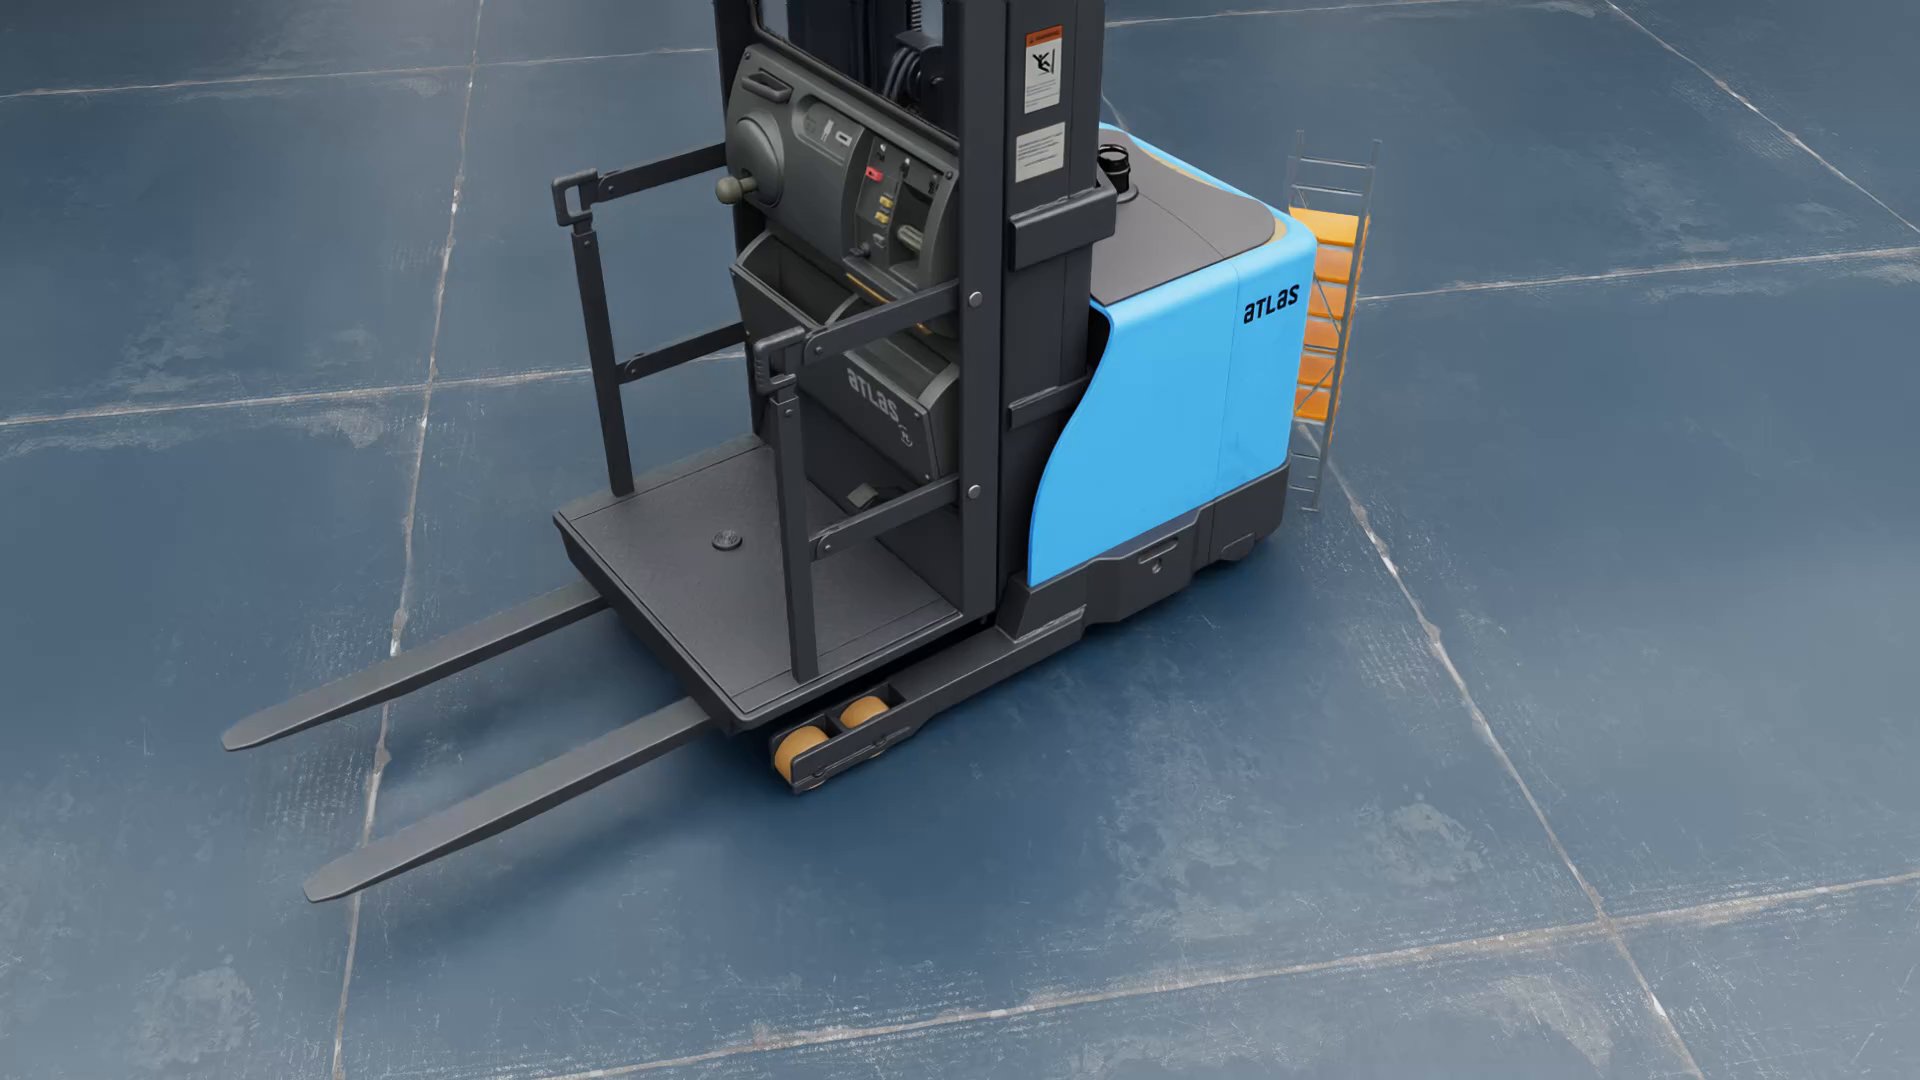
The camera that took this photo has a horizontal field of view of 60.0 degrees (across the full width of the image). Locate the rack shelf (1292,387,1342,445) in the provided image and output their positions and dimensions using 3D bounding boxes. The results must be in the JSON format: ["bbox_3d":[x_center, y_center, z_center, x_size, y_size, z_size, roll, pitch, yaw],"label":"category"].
[{"bbox_3d":[1.066,-0.414,5.269,0.258,0.103,0.180,11,39,14],"label":"rack shelf"}]

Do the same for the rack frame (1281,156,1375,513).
[{"bbox_3d":[1.039,-0.585,5.025,0.240,1.200,0.006,11,39,14],"label":"rack frame"}]

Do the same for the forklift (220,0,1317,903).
[{"bbox_3d":[-0.474,-0.867,3.977,3.031,2.935,1.130,-24,44,-28],"label":"forklift"}]

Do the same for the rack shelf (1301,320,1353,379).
[{"bbox_3d":[1.066,-0.604,5.121,0.258,0.103,0.180,11,39,14],"label":"rack shelf"}]

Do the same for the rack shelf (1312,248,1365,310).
[{"bbox_3d":[1.066,-0.793,4.974,0.258,0.103,0.180,11,39,14],"label":"rack shelf"}]

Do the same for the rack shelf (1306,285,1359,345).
[{"bbox_3d":[1.066,-0.698,5.048,0.258,0.103,0.180,11,39,14],"label":"rack shelf"}]

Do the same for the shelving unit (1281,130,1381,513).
[{"bbox_3d":[1.066,-0.639,5.094,0.258,1.200,0.189,11,39,14],"label":"shelving unit"}]

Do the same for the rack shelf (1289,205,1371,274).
[{"bbox_3d":[1.066,-0.888,4.900,0.258,0.103,0.180,11,39,14],"label":"rack shelf"}]

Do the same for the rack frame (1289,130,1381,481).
[{"bbox_3d":[1.093,-0.692,5.163,0.240,1.200,0.006,11,39,14],"label":"rack frame"}]

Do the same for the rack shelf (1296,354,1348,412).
[{"bbox_3d":[1.066,-0.509,5.195,0.258,0.103,0.180,11,39,14],"label":"rack shelf"}]
